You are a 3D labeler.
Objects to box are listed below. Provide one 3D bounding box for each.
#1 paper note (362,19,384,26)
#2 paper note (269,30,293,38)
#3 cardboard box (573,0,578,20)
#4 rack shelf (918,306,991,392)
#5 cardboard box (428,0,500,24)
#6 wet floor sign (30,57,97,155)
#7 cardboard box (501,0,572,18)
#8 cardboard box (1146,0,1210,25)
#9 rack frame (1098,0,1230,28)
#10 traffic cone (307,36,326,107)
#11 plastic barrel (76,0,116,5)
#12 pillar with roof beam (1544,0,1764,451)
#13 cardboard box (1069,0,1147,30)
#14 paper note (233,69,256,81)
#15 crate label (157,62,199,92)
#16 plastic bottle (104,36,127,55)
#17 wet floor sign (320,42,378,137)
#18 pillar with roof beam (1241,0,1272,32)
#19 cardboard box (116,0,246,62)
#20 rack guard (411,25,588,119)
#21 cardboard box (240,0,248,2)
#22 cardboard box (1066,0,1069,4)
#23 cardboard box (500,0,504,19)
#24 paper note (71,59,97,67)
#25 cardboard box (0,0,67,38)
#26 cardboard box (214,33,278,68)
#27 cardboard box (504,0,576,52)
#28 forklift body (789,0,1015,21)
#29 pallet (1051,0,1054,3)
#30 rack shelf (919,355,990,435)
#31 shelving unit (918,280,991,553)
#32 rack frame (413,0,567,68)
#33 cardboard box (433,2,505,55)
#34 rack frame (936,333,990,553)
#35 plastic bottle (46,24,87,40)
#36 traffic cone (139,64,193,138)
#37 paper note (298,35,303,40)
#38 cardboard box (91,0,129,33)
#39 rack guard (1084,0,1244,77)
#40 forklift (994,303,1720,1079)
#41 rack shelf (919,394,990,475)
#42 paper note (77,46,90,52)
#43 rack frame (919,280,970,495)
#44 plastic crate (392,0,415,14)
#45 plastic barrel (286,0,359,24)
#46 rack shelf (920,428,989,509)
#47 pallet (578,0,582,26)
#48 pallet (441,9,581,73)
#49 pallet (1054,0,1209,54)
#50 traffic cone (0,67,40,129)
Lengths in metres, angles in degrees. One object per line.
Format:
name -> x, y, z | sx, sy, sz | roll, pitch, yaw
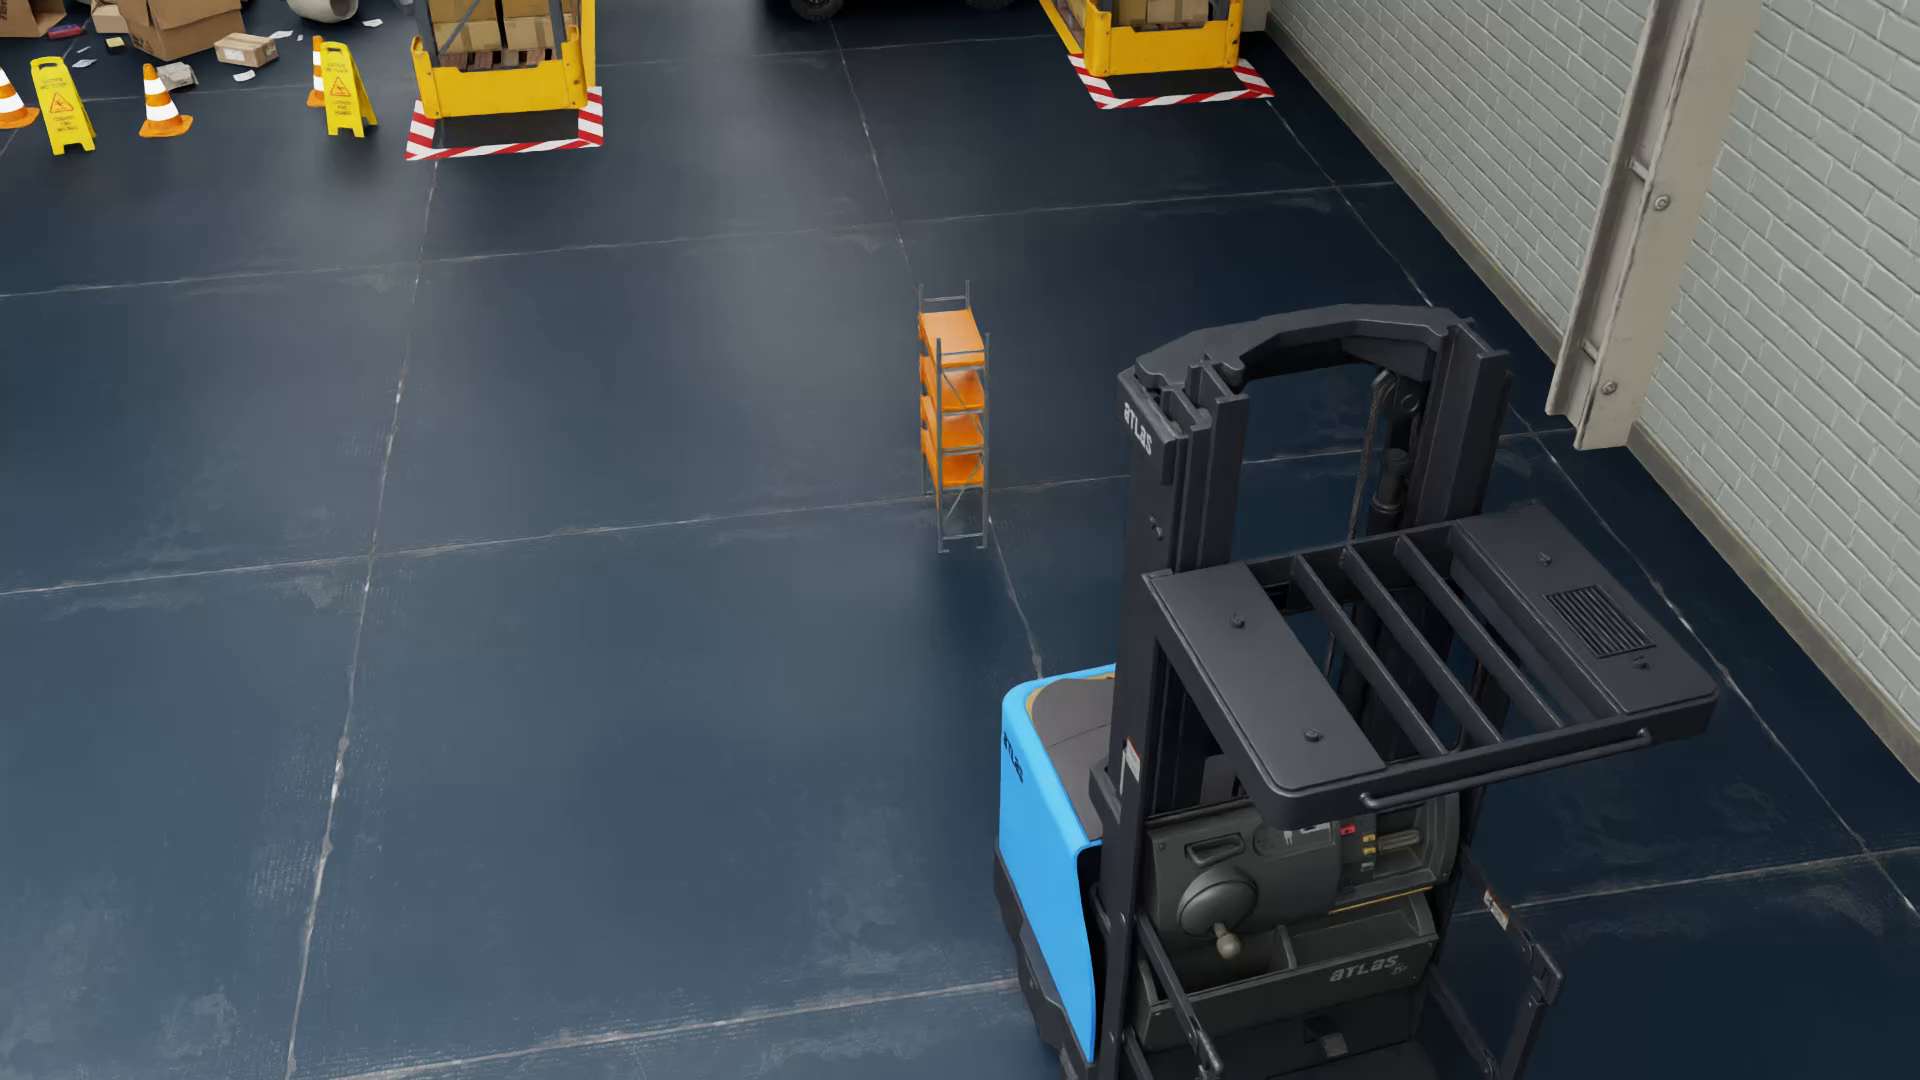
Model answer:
paper note -> -4.787, -4.222, 13.559 | 0.142, 0.019, 0.148 | -20, 42, -23
paper note -> -5.461, -4.071, 13.375 | 0.148, 0.019, 0.142 | 6, 38, 8
cardboard box -> -3.286, -4.268, 13.098 | 0.500, 0.250, 0.500 | -5, 38, -6
rack shelf -> -0.029, -0.884, 7.669 | 0.258, 0.148, 0.480 | -6, 38, -8
cardboard box -> -3.732, -4.194, 12.391 | 0.500, 0.500, 0.500 | -6, 38, -8
wet floor sign -> -6.236, -3.035, 11.530 | 0.267, 0.644, 0.232 | -13, 40, -16
cardboard box -> -3.208, -4.270, 12.488 | 0.500, 0.500, 0.500 | -7, 38, -9
cardboard box -> 1.658, -4.296, 13.134 | 0.500, 0.250, 0.500 | -6, 38, -8
rack frame -> 1.552, -4.898, 12.010 | 1.000, 3.000, 0.127 | -6, 38, -8
traffic cone -> -4.680, -3.481, 12.254 | 0.336, 0.463, 0.334 | -6, 38, -8
plastic barrel -> -7.182, -4.647, 13.787 | 0.512, 0.421, 0.421 | 19, 42, 23
pillar with roof beam -> -0.869, -3.698, 5.575 | 9.100, 9.000, 0.400 | -6, 38, -8
cardboard box -> 1.158, -4.228, 13.046 | 0.500, 0.250, 0.500 | -6, 38, -8
paper note -> -5.460, -3.547, 12.690 | 0.148, 0.019, 0.142 | -20, 42, -23
crate label -> -5.912, -3.496, 12.539 | 0.250, 0.136, 0.298 | -27, 45, -31
plastic bottle -> -6.679, -3.916, 13.141 | 0.133, 0.061, 0.283 | -20, 42, -23
wet floor sign -> -4.355, -3.203, 11.746 | 0.267, 0.644, 0.232 | 6, 38, 8
pillar with roof beam -> -1.921, -7.322, 10.240 | 9.100, 9.000, 0.400 | -6, 38, -8
cardboard box -> -6.135, -4.165, 13.101 | 0.637, 0.503, 0.797 | 27, 45, 30
rack guard -> -3.348, -3.421, 12.146 | 1.175, 0.500, 0.348 | -6, 38, -8
cardboard box -> -6.307, -4.783, 13.785 | 0.797, 0.637, 0.503 | -6, 38, -8
cardboard box -> 1.080, -4.530, 13.434 | 0.500, 0.250, 0.500 | -6, 38, -8
cardboard box -> -3.824, -4.215, 13.030 | 0.500, 0.250, 0.500 | -6, 38, -8
paper note -> -6.786, -3.700, 12.889 | 0.144, 0.017, 0.142 | 6, 38, 8
cardboard box -> -7.609, -4.371, 13.367 | 0.500, 0.500, 0.500 | 0, 38, 0
cardboard box -> -5.553, -3.810, 12.933 | 0.380, 0.149, 0.250 | 13, 40, 16
cardboard box -> -3.204, -3.959, 12.700 | 0.500, 0.250, 0.500 | -7, 38, -8
forklift body -> -0.577, -5.512, 13.492 | 2.313, 2.155, 1.214 | -6, 38, -8
pallet -> 1.166, -4.990, 14.401 | 1.003, 0.211, 1.213 | -6, 38, -8
rack shelf -> -0.029, -0.697, 7.815 | 0.258, 0.148, 0.480 | -6, 38, -8
shelving unit -> -0.029, -0.574, 7.911 | 0.258, 1.200, 0.503 | -6, 38, -8
rack frame -> -3.334, -4.362, 11.320 | 1.000, 3.000, 0.127 | -6, 38, -8
cardboard box -> -3.745, -3.916, 12.645 | 0.500, 0.250, 0.500 | -6, 38, -8
rack frame -> 0.014, -0.426, 7.721 | 0.240, 1.200, 0.015 | -6, 38, -8
plastic bottle -> -7.175, -4.090, 13.365 | 0.283, 0.061, 0.133 | -20, 42, -23
traffic cone -> -5.713, -3.157, 11.836 | 0.336, 0.463, 0.334 | -6, 38, -8
paper note -> -5.286, -4.028, 13.326 | 0.032, 0.001, 0.123 | -6, 38, -8
cardboard box -> -6.777, -4.265, 13.423 | 0.396, 0.266, 0.258 | 0, 38, 0
rack guard -> 1.556, -3.897, 12.758 | 1.175, 0.500, 0.348 | -6, 38, -8
forklift -> 1.040, 0.977, 4.504 | 1.130, 2.935, 3.031 | -10, 39, -13
rack shelf -> -0.029, -0.521, 7.952 | 0.258, 0.148, 0.480 | -6, 38, -8
paper note -> -6.918, -3.874, 13.129 | 0.032, 0.001, 0.123 | 13, 40, 16
rack frame -> -0.072, -0.721, 8.100 | 0.240, 1.200, 0.015 | -6, 38, -8
plastic crate -> -4.568, -4.589, 13.991 | 0.402, 0.080, 0.583 | -20, 42, -23
plastic barrel -> -5.187, -4.430, 13.507 | 0.512, 0.421, 0.421 | 19, 42, 23
rack shelf -> -0.029, -0.364, 8.074 | 0.258, 0.148, 0.480 | -6, 38, -8
pallet -> -3.666, -4.537, 13.818 | 1.003, 0.211, 1.213 | -6, 38, -8
pallet -> -3.455, -3.801, 12.871 | 1.003, 0.211, 1.213 | -6, 38, -8
pallet -> 1.376, -4.255, 13.454 | 1.003, 0.211, 1.213 | -6, 38, -8
traffic cone -> -6.885, -3.241, 11.944 | 0.336, 0.463, 0.334 | -6, 38, -8
